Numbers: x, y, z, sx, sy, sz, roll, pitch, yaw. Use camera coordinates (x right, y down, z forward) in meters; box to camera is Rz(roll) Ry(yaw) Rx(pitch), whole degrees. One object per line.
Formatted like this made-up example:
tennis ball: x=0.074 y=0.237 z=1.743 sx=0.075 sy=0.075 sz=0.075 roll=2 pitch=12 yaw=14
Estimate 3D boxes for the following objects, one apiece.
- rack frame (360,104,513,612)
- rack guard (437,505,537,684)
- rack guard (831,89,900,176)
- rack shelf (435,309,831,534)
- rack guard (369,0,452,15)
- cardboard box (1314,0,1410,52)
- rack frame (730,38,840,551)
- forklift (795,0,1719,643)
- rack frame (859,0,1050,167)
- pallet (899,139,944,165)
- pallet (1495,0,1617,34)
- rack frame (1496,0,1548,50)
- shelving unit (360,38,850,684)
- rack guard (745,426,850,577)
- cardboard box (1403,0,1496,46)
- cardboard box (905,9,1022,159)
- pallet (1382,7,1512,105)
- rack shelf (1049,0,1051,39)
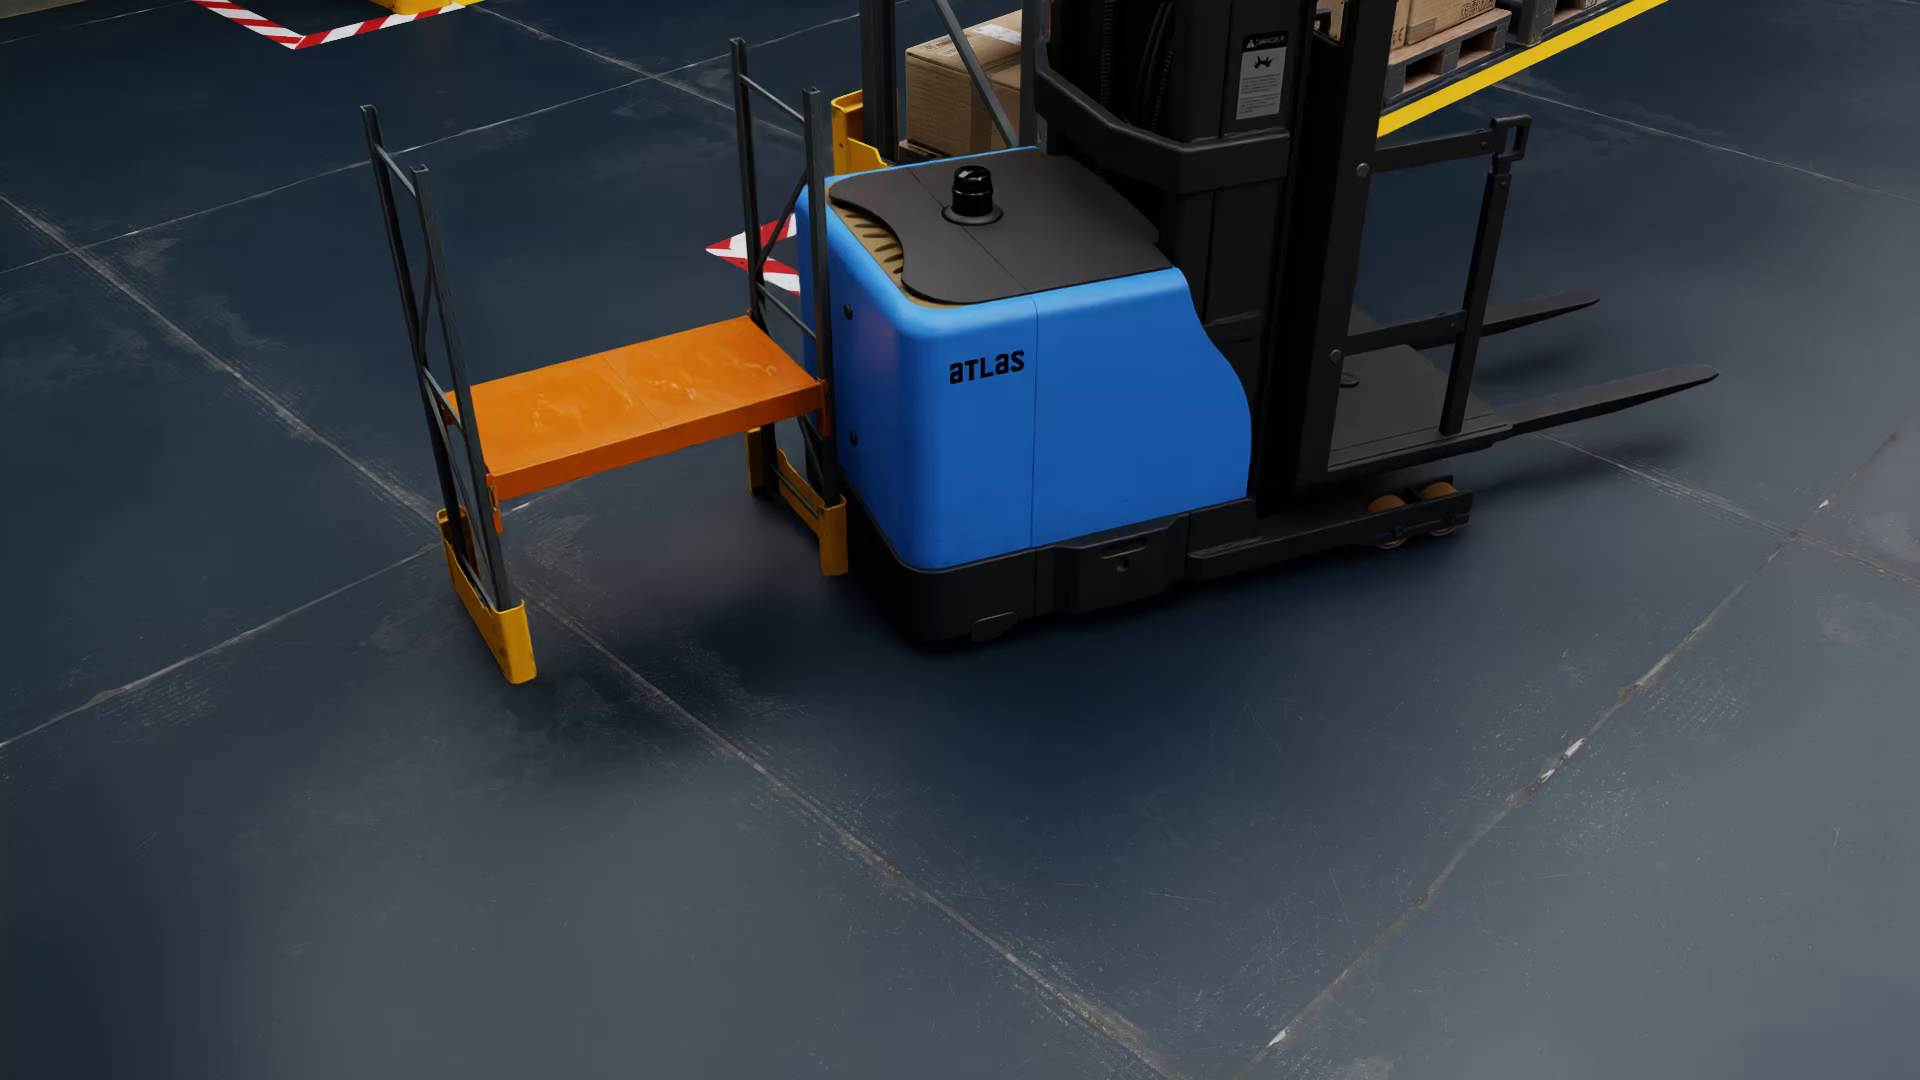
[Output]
rack frame: x=-1.375 y=-0.362 z=4.457 sx=0.032 sy=1.500 sz=0.500 roll=-19 pitch=39 yaw=-25
rack guard: x=-1.373 y=0.151 z=4.815 sx=0.087 sy=0.250 sz=0.587 roll=-19 pitch=39 yaw=-25
rack guard: x=-0.036 y=-1.480 z=6.935 sx=1.175 sy=0.500 sz=0.348 roll=30 pitch=45 yaw=35
rack shelf: x=-0.937 y=-0.362 z=4.773 sx=1.000 sy=0.185 sz=0.538 roll=-19 pitch=39 yaw=-25
rack guard: x=-3.491 y=-3.519 z=9.859 sx=1.175 sy=0.500 sz=0.348 roll=30 pitch=45 yaw=35
cardboard box: x=1.650 y=-2.685 z=8.350 sx=0.875 sy=0.438 sz=0.875 roll=28 pitch=44 yaw=34
rack frame: x=-0.500 y=-0.658 z=4.883 sx=0.032 sy=1.500 sz=0.500 roll=-19 pitch=39 yaw=-25
forklift: x=1.069 y=-1.441 z=4.754 sx=3.031 sy=2.935 sz=1.130 roll=-13 pitch=37 yaw=-18
rack frame: x=-0.019 y=-2.515 z=6.234 sx=1.000 sy=3.000 sz=0.127 roll=30 pitch=45 yaw=35
pallet: x=0.488 y=-1.727 z=7.542 sx=1.003 sy=0.211 sz=1.213 roll=30 pitch=45 yaw=35
pallet: x=3.289 y=-3.338 z=9.852 sx=1.003 sy=0.211 sz=1.213 roll=30 pitch=45 yaw=35
rack frame: x=2.799 y=-4.139 z=8.562 sx=1.000 sy=3.000 sz=0.127 roll=30 pitch=45 yaw=35
shelving unit: x=-0.945 y=-0.507 z=4.666 sx=1.083 sy=1.500 sz=0.587 roll=-19 pitch=39 yaw=-25
rack guard: x=-0.517 y=-0.140 z=5.232 sx=0.087 sy=0.250 sz=0.587 roll=-19 pitch=39 yaw=-25
cardboard box: x=2.280 y=-3.048 z=8.871 sx=0.875 sy=0.438 sz=0.875 roll=29 pitch=44 yaw=35
cardboard box: x=0.375 y=-1.944 z=7.288 sx=0.875 sy=0.438 sz=0.875 roll=28 pitch=44 yaw=34
pallet: x=2.208 y=-2.718 z=8.962 sx=1.003 sy=0.211 sz=1.213 roll=30 pitch=45 yaw=35
rack shelf: x=1.390 y=-3.032 z=7.604 sx=1.077 sy=0.370 sz=4.000 roll=30 pitch=45 yaw=35
